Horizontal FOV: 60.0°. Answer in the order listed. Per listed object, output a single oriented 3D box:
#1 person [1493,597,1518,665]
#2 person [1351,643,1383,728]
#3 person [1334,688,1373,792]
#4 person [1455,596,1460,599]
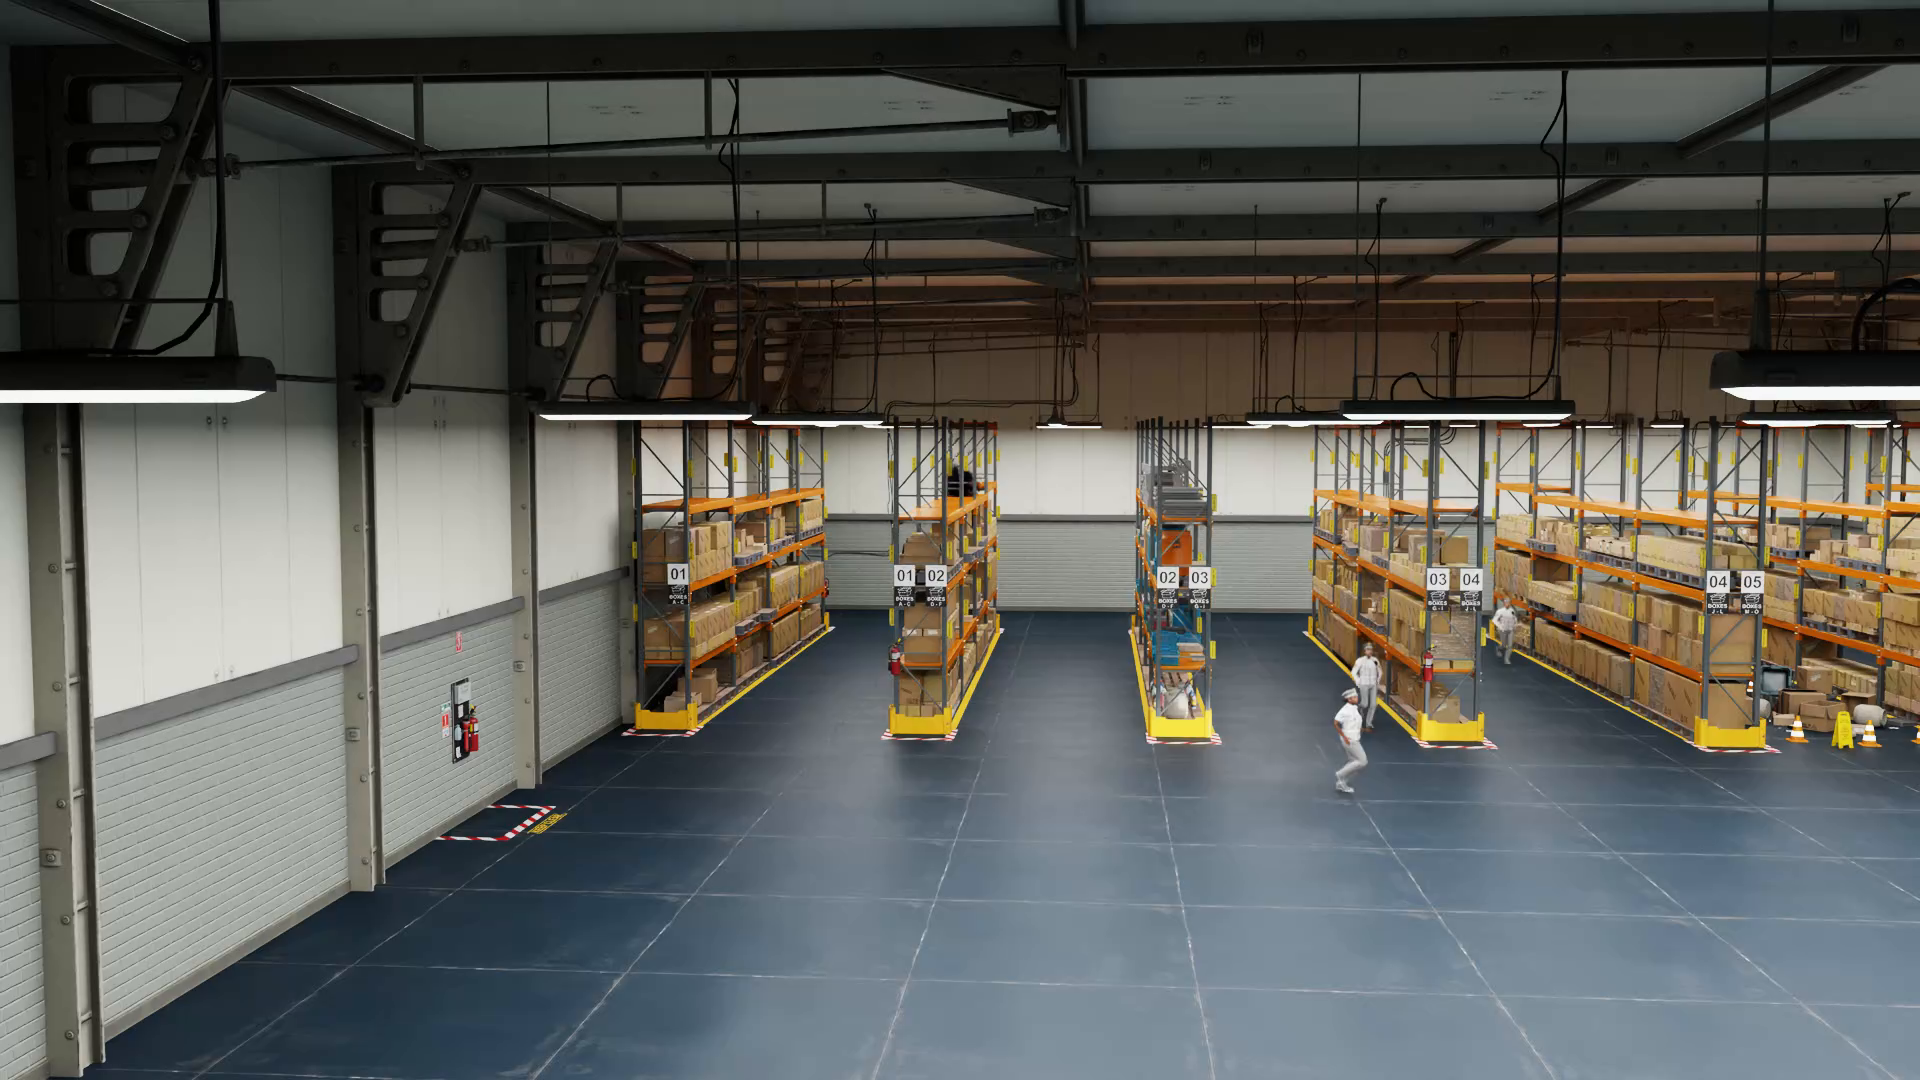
[{"bbox_3d":[13.437,2.219,40.912,0.632,1.656,0.733,0,4,-5],"label":"person"},{"bbox_3d":[7.896,2.797,32.164,0.606,1.642,0.578,0,4,-1],"label":"person"},{"bbox_3d":[6.246,3.172,26.335,0.561,1.656,0.561,2,4,25],"label":"person"},{"bbox_3d":[13.449,1.894,45.198,0.764,1.730,0.959,1,4,11],"label":"person"}]
